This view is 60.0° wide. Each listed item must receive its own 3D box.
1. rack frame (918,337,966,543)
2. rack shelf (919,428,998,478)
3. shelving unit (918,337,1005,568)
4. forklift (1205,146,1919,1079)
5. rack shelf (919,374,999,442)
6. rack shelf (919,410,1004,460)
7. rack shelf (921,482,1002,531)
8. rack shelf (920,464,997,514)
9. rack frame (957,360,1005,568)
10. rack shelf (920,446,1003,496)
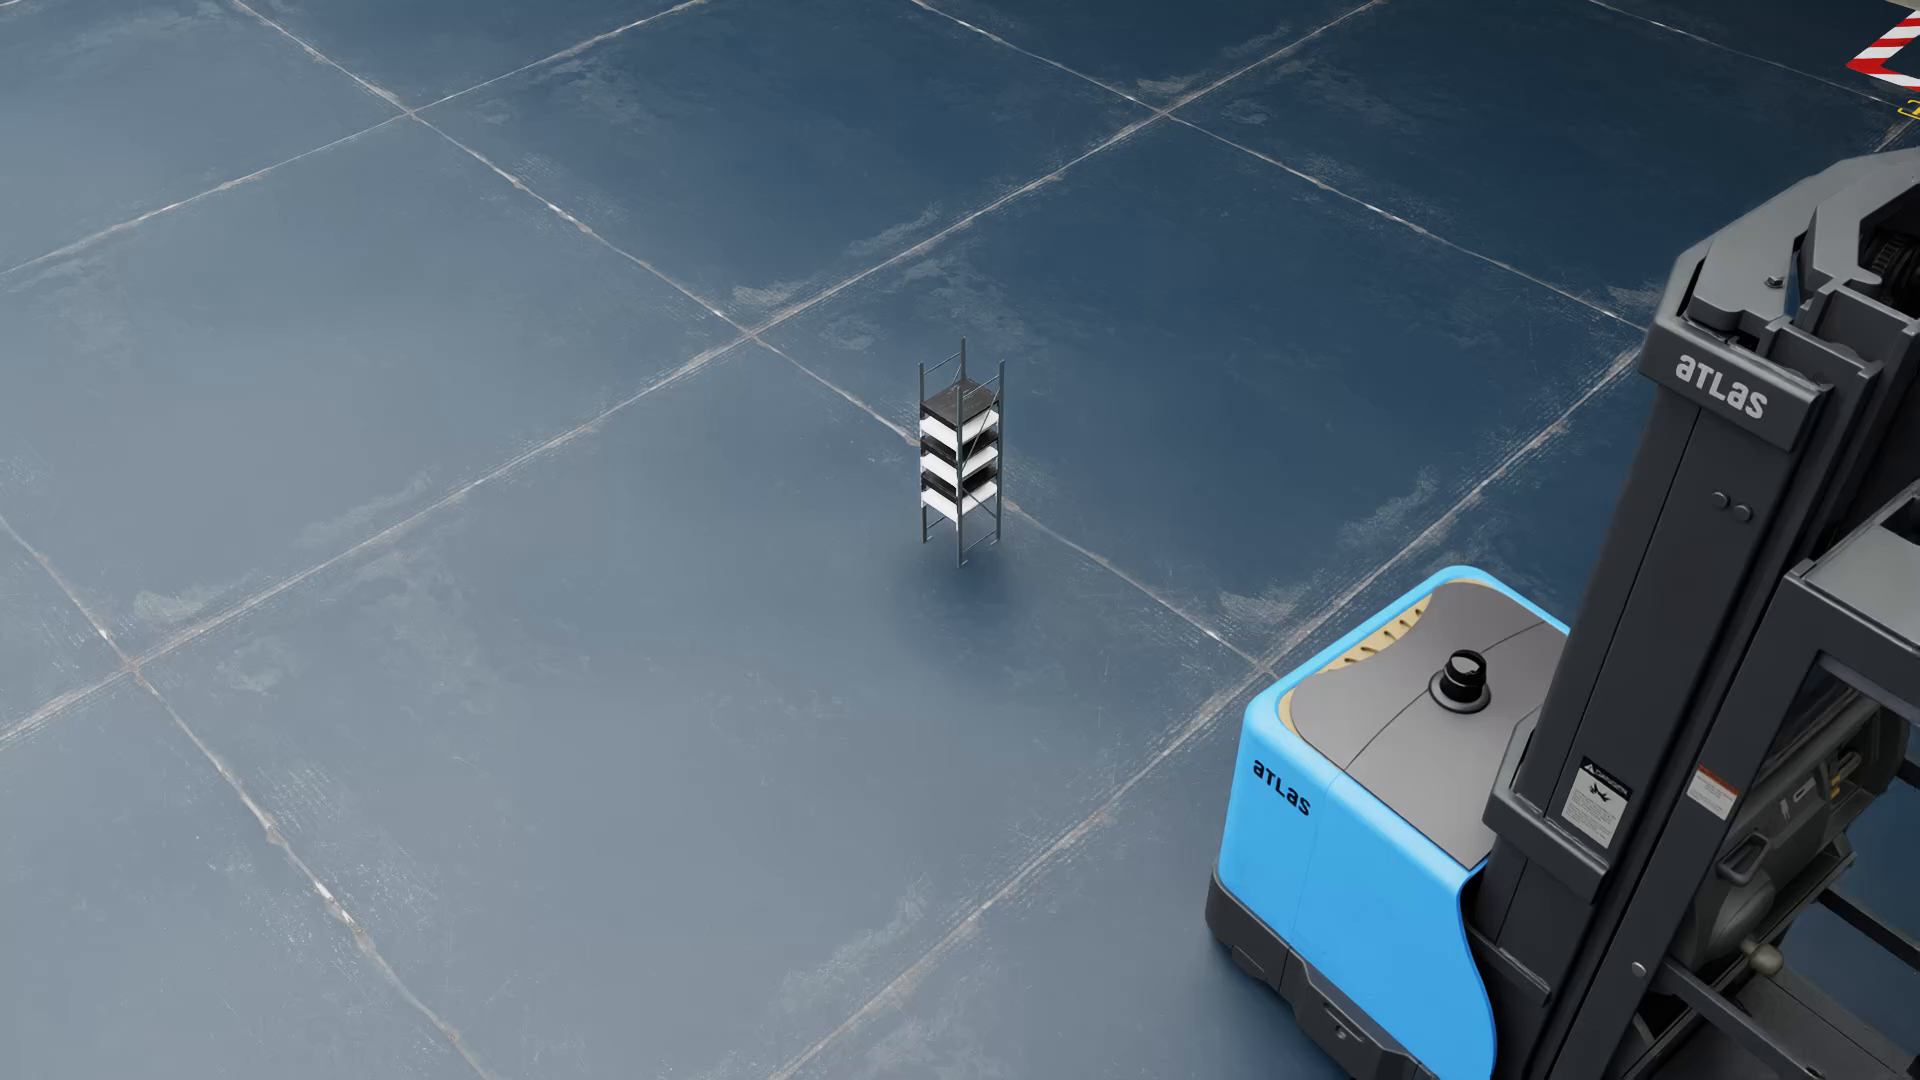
[{"bbox_3d":[-0.066,-0.375,6.493,0.240,0.900,0.006,-34,53,-31],"label":"rack frame"},{"bbox_3d":[0.006,-0.368,6.402,0.258,0.077,0.200,-34,53,-31],"label":"rack shelf"},{"bbox_3d":[0.006,-0.327,6.440,0.258,0.900,0.210,-34,53,-31],"label":"shelving unit"},{"bbox_3d":[2.107,0.747,3.782,1.130,2.935,3.031,-29,50,-28],"label":"forklift"},{"bbox_3d":[0.006,-0.500,6.280,0.258,0.077,0.200,-34,53,-31],"label":"rack shelf"},{"bbox_3d":[0.006,-0.434,6.341,0.258,0.077,0.200,-34,53,-31],"label":"rack shelf"},{"bbox_3d":[0.006,-0.170,6.585,0.258,0.077,0.200,-34,53,-31],"label":"rack shelf"},{"bbox_3d":[0.006,-0.236,6.524,0.258,0.077,0.200,-34,53,-31],"label":"rack shelf"},{"bbox_3d":[0.078,-0.278,6.388,0.240,0.900,0.006,-34,53,-31],"label":"rack frame"},{"bbox_3d":[0.006,-0.302,6.463,0.258,0.077,0.200,-34,53,-31],"label":"rack shelf"}]
